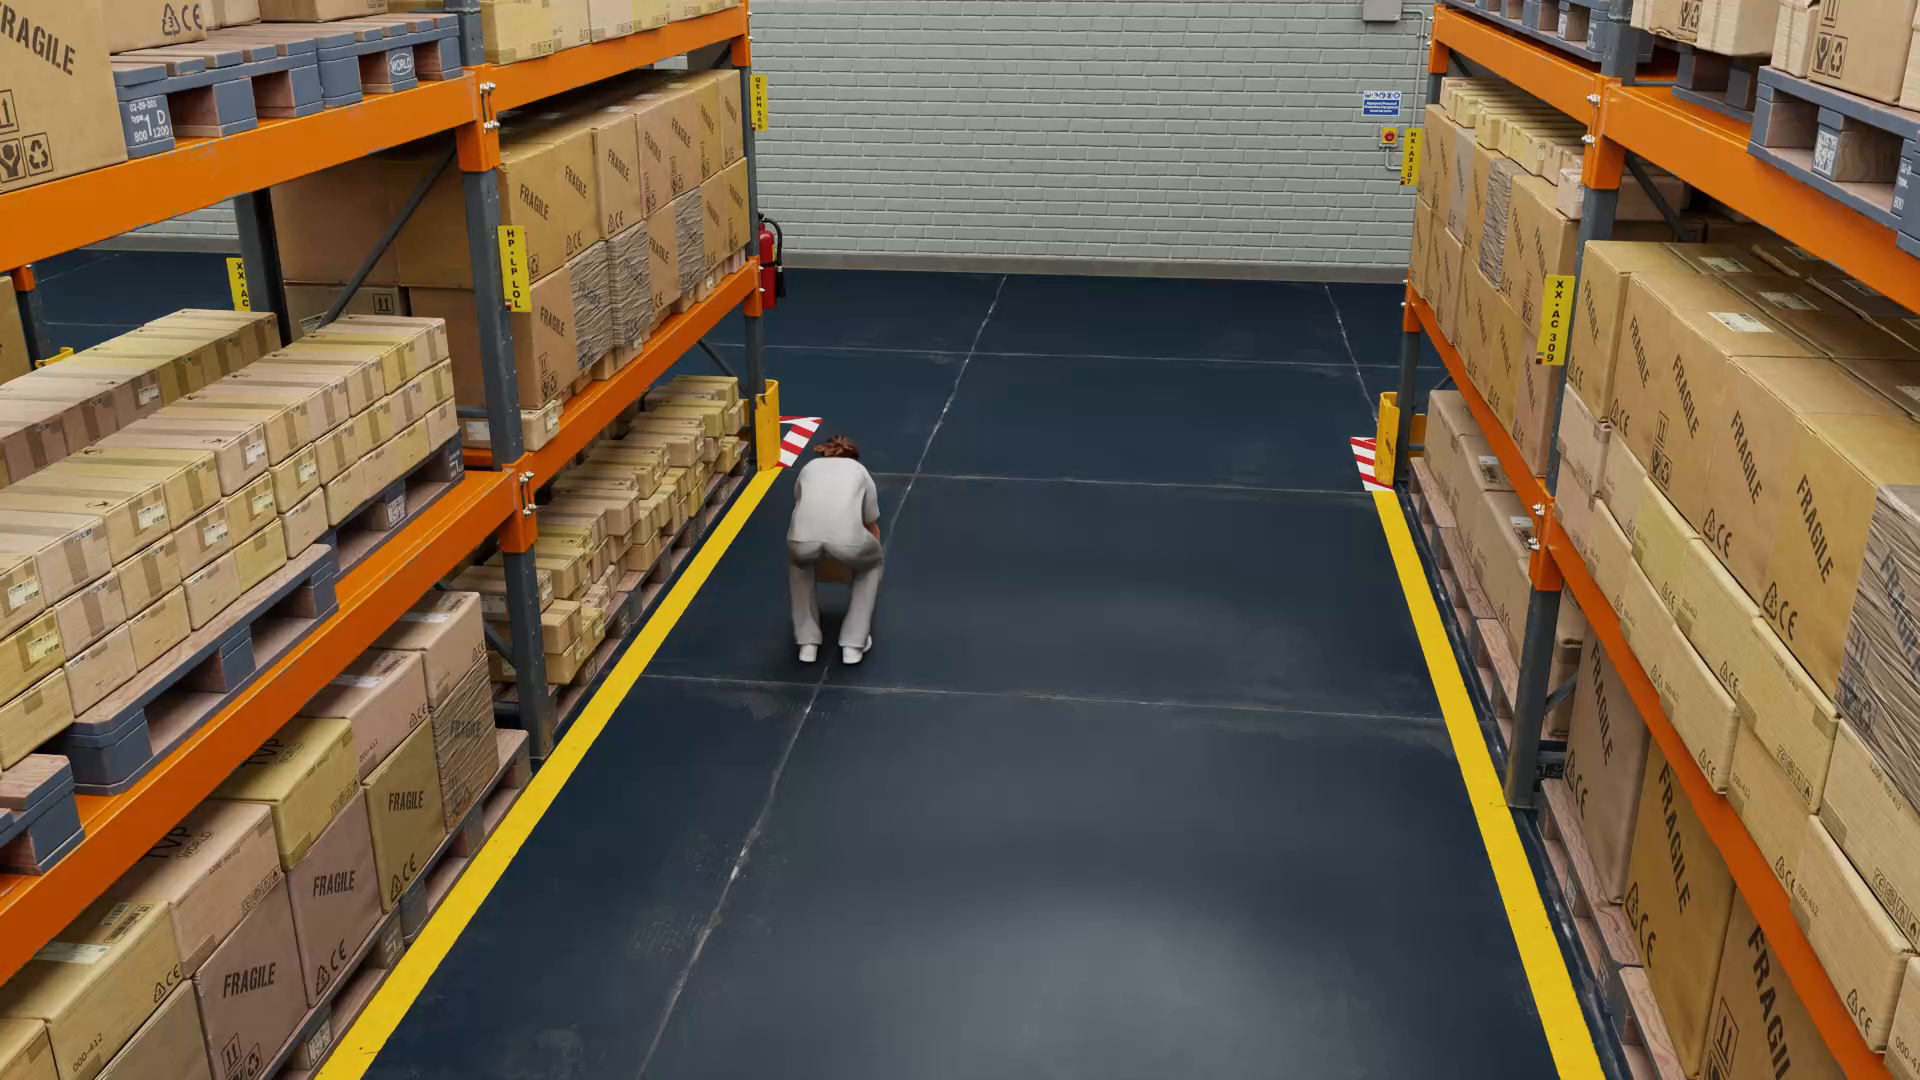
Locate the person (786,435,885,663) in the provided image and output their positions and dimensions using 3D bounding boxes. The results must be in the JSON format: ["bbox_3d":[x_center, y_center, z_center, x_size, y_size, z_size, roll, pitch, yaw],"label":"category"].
[{"bbox_3d":[-0.599,0.033,7.980,0.474,0.967,0.863,2,21,4],"label":"person"}]
